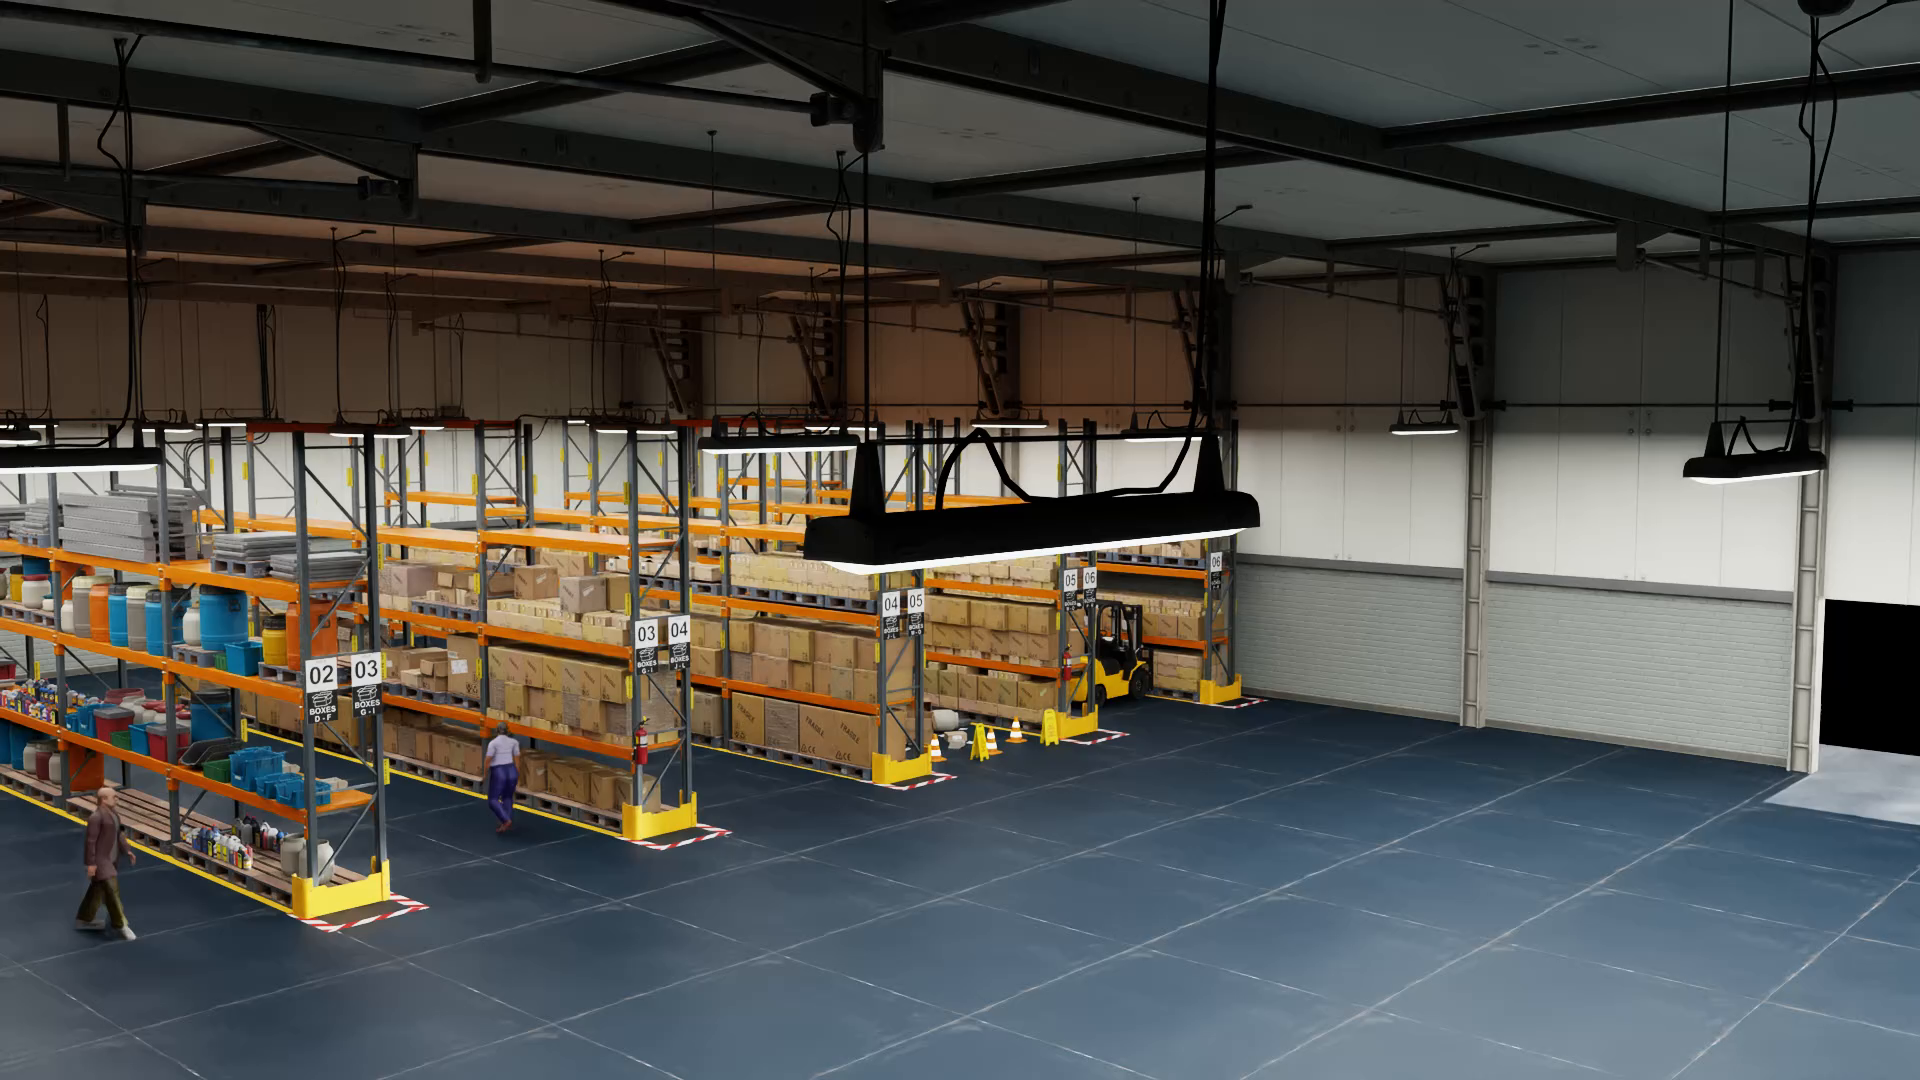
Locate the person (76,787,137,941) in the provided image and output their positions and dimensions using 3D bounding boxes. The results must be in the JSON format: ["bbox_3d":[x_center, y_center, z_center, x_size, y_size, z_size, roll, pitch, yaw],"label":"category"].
[{"bbox_3d":[-10.192,3.839,19.849,0.951,1.796,0.675,1,5,10],"label":"person"}]

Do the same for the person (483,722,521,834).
[{"bbox_3d":[-6.712,3.524,24.565,0.665,1.612,0.554,5,7,44],"label":"person"}]
